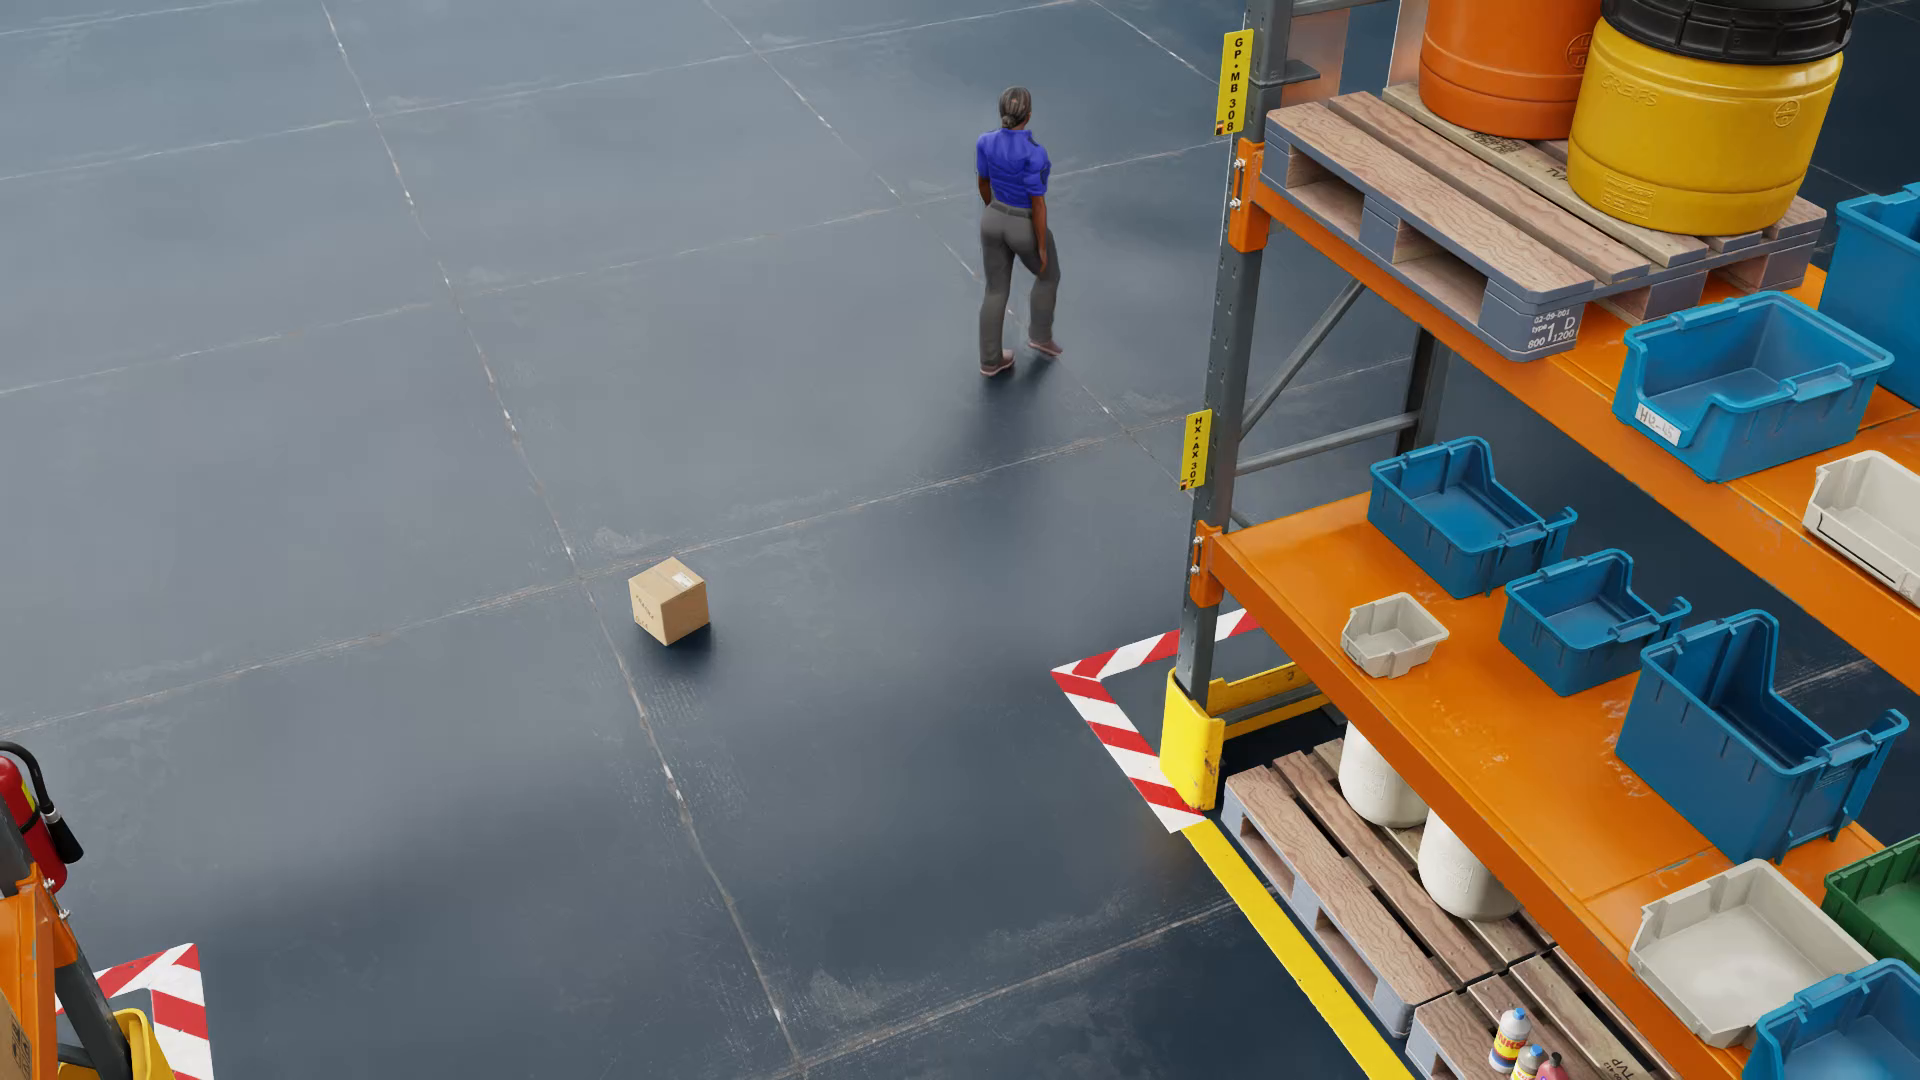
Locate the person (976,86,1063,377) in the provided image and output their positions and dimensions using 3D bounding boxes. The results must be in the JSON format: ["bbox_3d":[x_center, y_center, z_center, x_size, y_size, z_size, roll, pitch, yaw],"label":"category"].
[{"bbox_3d":[0.314,-1.667,9.062,0.487,1.723,0.612,20,42,24],"label":"person"}]
